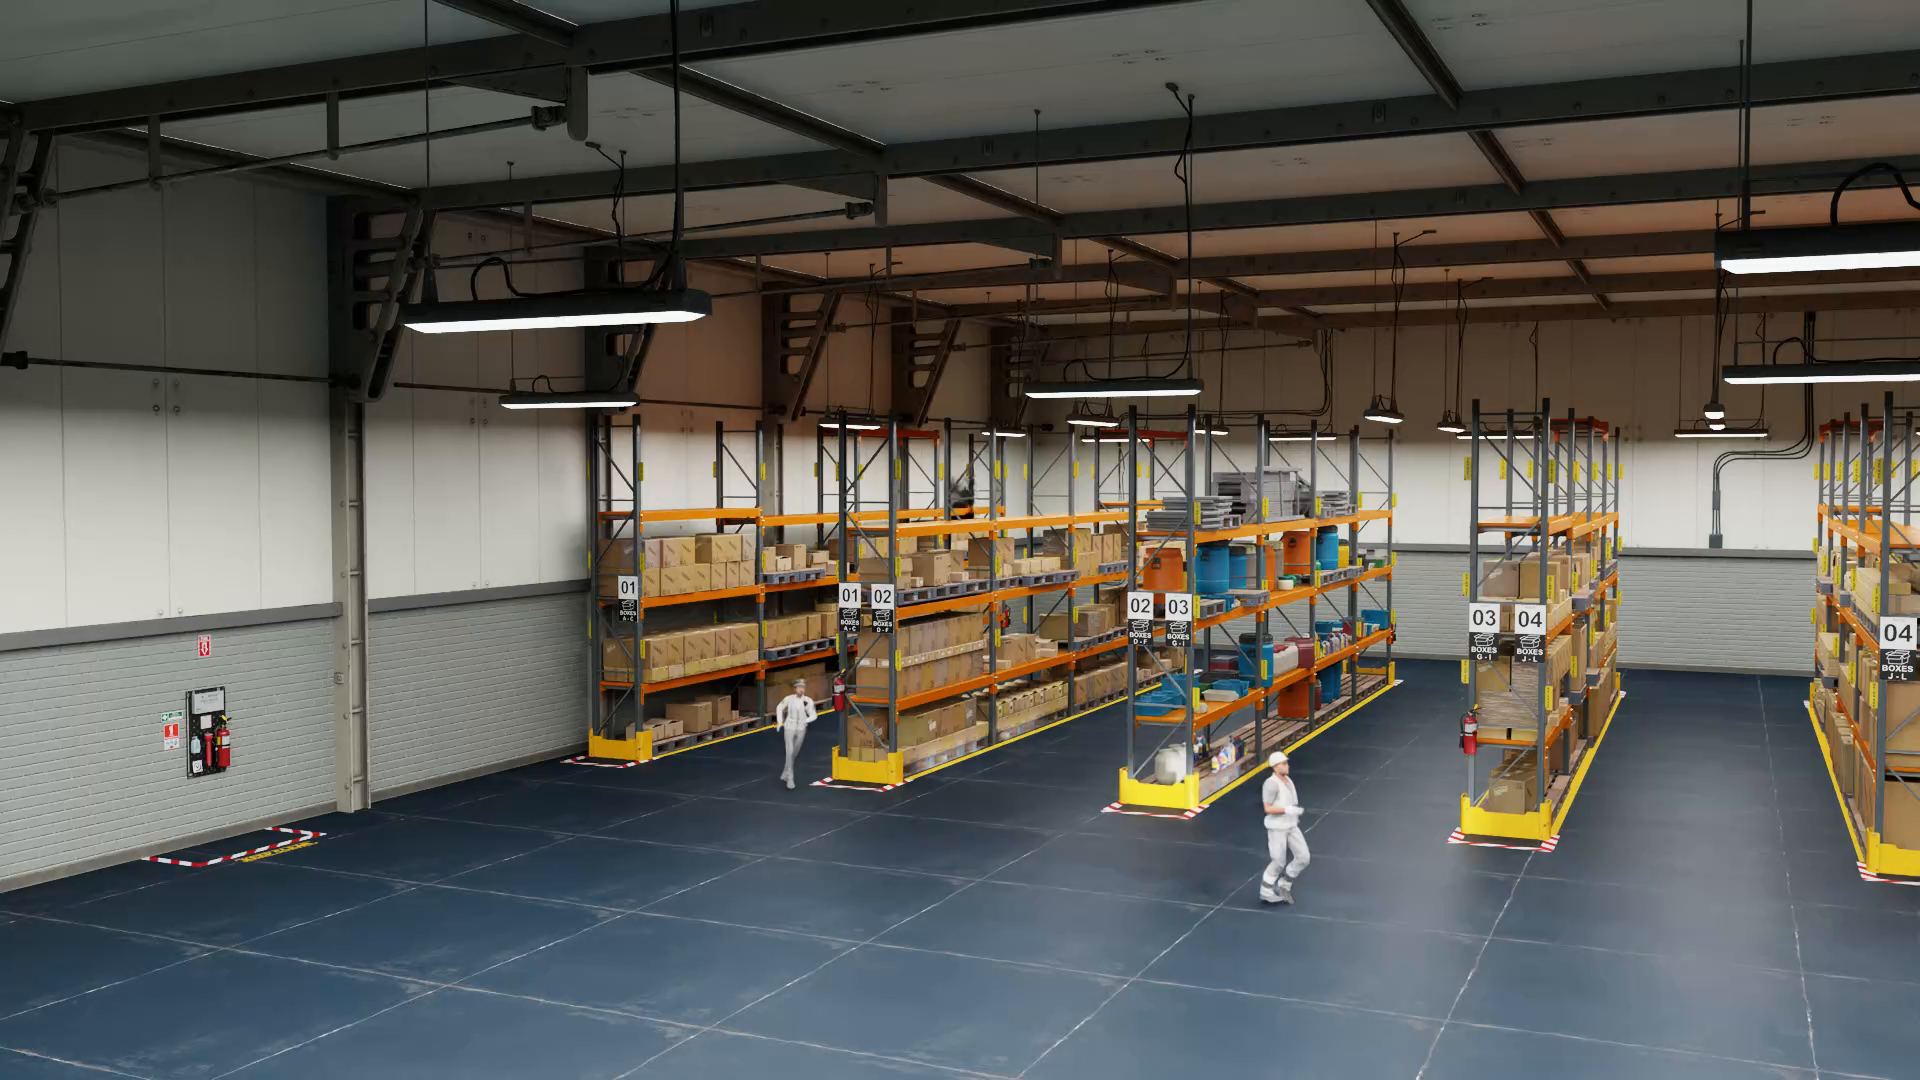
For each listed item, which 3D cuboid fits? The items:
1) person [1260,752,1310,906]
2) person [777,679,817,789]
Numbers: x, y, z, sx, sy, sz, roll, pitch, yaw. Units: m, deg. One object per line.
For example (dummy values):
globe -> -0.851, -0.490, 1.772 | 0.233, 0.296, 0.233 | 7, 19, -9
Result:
person -> 3.745, 3.327, 19.081 | 0.634, 1.786, 0.645 | -2, 3, -44
person -> -2.595, 3.060, 26.551 | 0.620, 1.687, 0.846 | -1, 2, -14
